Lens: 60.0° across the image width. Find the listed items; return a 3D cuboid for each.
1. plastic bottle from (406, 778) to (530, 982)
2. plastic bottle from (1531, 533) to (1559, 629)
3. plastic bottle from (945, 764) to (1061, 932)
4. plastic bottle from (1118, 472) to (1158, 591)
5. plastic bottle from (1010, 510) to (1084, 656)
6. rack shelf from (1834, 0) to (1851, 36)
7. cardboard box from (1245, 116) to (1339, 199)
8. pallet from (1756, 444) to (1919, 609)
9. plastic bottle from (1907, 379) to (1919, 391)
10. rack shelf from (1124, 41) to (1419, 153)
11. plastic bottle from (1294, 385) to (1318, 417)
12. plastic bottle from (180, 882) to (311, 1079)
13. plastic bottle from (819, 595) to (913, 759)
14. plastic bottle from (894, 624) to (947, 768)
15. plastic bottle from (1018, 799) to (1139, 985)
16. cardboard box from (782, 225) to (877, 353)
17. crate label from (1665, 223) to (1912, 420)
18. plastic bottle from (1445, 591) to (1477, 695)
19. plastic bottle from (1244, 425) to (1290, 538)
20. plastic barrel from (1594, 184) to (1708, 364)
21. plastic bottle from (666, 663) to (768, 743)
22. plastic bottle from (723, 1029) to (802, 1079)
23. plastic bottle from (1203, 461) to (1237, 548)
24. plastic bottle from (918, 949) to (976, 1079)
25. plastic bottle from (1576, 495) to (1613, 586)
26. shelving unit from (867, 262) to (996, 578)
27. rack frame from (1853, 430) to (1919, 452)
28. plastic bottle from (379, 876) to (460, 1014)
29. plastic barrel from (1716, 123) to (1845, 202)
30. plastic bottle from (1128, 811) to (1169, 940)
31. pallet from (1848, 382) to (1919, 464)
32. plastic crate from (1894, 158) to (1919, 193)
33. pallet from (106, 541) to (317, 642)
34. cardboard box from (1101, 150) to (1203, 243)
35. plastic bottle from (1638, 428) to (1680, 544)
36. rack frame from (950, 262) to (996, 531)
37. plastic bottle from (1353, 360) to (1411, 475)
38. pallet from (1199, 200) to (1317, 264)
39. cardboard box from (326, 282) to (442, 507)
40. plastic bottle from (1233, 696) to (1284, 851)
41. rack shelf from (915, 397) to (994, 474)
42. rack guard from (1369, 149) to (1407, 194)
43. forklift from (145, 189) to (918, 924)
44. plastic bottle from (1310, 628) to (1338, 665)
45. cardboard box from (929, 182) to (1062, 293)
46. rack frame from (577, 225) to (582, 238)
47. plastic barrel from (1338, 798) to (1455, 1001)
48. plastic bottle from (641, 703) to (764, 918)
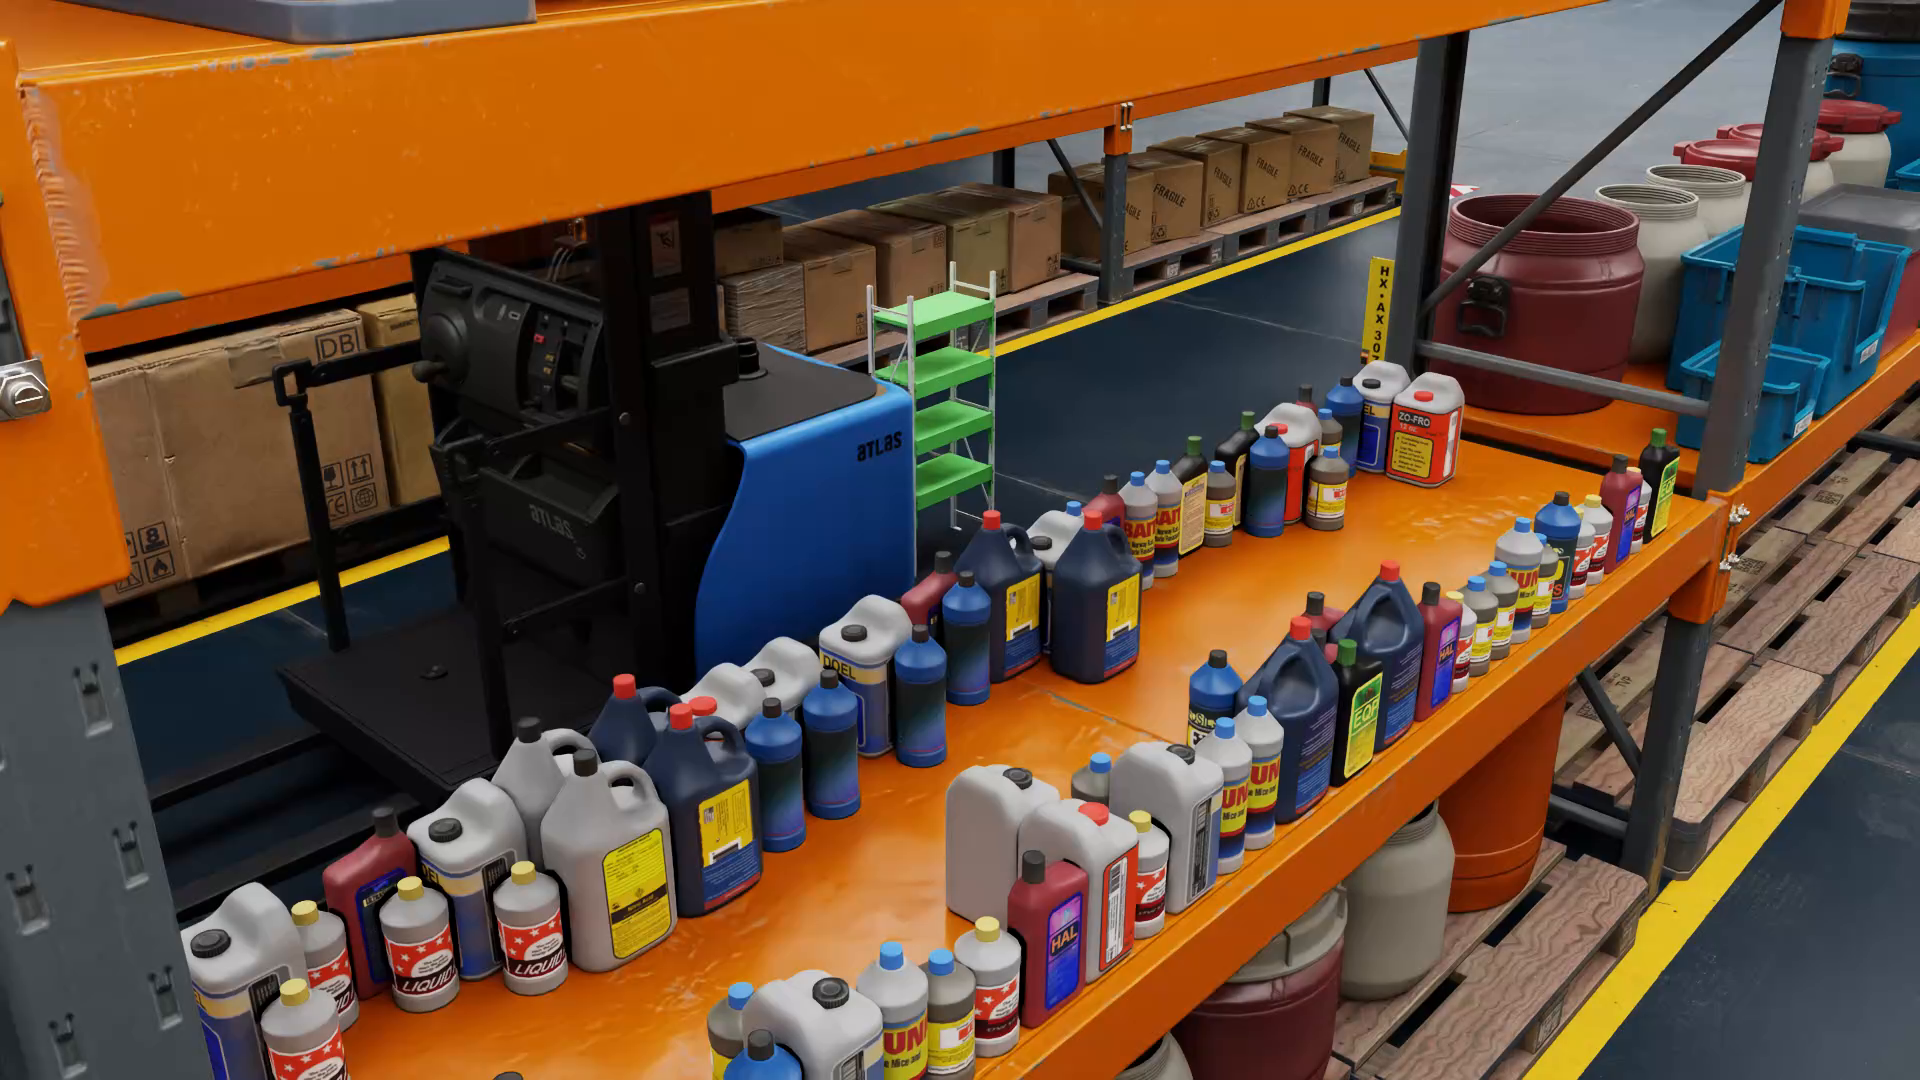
[{"bbox_3d":[-0.759,0.519,2.577,0.152,0.276,0.135,20,31,38],"label":"plastic bottle"},{"bbox_3d":[1.252,0.084,3.640,0.097,0.201,0.097,0,24,0],"label":"plastic bottle"},{"bbox_3d":[0.072,0.478,2.668,0.152,0.276,0.135,20,31,38],"label":"plastic bottle"},{"bbox_3d":[0.400,-0.025,3.796,0.097,0.271,0.097,0,24,0],"label":"plastic bottle"},{"bbox_3d":[0.189,0.086,3.542,0.152,0.276,0.135,20,31,38],"label":"plastic bottle"},{"bbox_3d":[2.979,-2.086,5.449,1.077,0.370,4.000,20,31,38],"label":"rack shelf"},{"bbox_3d":[2.492,-2.900,12.593,0.500,0.500,0.500,-15,28,-30],"label":"cardboard box"},{"bbox_3d":[3.818,-0.133,7.288,1.003,0.211,1.213,20,31,38],"label":"pallet"},{"bbox_3d":[4.784,-0.913,8.412,0.152,0.276,0.135,20,31,38],"label":"plastic bottle"},{"bbox_3d":[1.960,-3.288,11.797,1.077,0.370,4.000,20,31,38],"label":"rack shelf"},{"bbox_3d":[0.861,-0.252,4.288,0.061,0.283,0.133,20,31,38],"label":"plastic bottle"},{"bbox_3d":[-1.003,0.631,2.329,0.152,0.276,0.135,20,31,38],"label":"plastic bottle"},{"bbox_3d":[-0.178,0.254,3.169,0.152,0.276,0.135,20,31,38],"label":"plastic bottle"},{"bbox_3d":[-0.073,0.285,3.106,0.097,0.271,0.097,0,24,0],"label":"plastic bottle"},{"bbox_3d":[0.185,0.520,2.576,0.152,0.276,0.135,20,31,38],"label":"plastic bottle"},{"bbox_3d":[-0.878,-1.406,9.236,0.500,0.500,0.700,-21,32,-39],"label":"cardboard box"},{"bbox_3d":[2.509,-0.681,5.060,0.502,0.435,0.616,20,31,38],"label":"crate label"},{"bbox_3d":[0.992,0.202,3.375,0.097,0.201,0.097,0,24,0],"label":"plastic bottle"},{"bbox_3d":[0.753,-0.149,4.072,0.097,0.271,0.097,0,24,0],"label":"plastic bottle"},{"bbox_3d":[2.172,-0.859,5.363,0.421,0.512,0.421,0,24,0],"label":"plastic barrel"},{"bbox_3d":[-0.423,0.366,2.920,0.152,0.276,0.135,20,31,38],"label":"plastic bottle"},{"bbox_3d":[-0.246,0.736,2.101,0.097,0.271,0.097,0,24,0],"label":"plastic bottle"},{"bbox_3d":[0.619,-0.093,4.033,0.097,0.201,0.097,0,24,0],"label":"plastic bottle"},{"bbox_3d":[-0.026,0.667,2.339,0.097,0.201,0.097,0,24,0],"label":"plastic bottle"},{"bbox_3d":[1.447,-0.005,3.838,0.097,0.201,0.097,0,24,0],"label":"plastic bottle"},{"bbox_3d":[-0.110,-0.497,6.892,0.258,1.200,0.503,20,31,38],"label":"shelving unit"},{"bbox_3d":[4.314,-1.655,7.275,1.000,3.000,0.127,20,31,38],"label":"rack frame"},{"bbox_3d":[-0.812,0.598,2.493,0.097,0.201,0.097,0,24,0],"label":"plastic bottle"},{"bbox_3d":[3.022,-1.262,6.232,0.433,0.535,0.433,0,24,0],"label":"plastic barrel"},{"bbox_3d":[0.283,0.526,2.653,0.097,0.201,0.097,0,24,0],"label":"plastic bottle"},{"bbox_3d":[4.793,-0.576,8.276,1.003,0.211,1.213,20,31,38],"label":"pallet"},{"bbox_3d":[3.809,-1.227,6.339,0.392,0.384,0.575,20,31,38],"label":"plastic crate"},{"bbox_3d":[-3.441,0.073,6.828,1.003,0.211,1.213,20,31,38],"label":"pallet"},{"bbox_3d":[1.299,-2.346,11.358,0.500,0.500,0.500,-13,27,-27],"label":"cardboard box"},{"bbox_3d":[1.692,-0.143,4.046,0.061,0.283,0.133,20,31,38],"label":"plastic bottle"},{"bbox_3d":[0.052,-0.571,7.058,0.240,1.200,0.015,20,31,38],"label":"rack frame"},{"bbox_3d":[1.115,-0.336,4.485,0.152,0.276,0.135,20,31,38],"label":"plastic bottle"},{"bbox_3d":[1.861,-2.323,12.172,1.003,0.211,1.213,20,31,38],"label":"pallet"},{"bbox_3d":[-2.521,-0.806,7.465,1.225,0.875,0.875,18,30,35],"label":"cardboard box"},{"bbox_3d":[0.503,0.394,2.862,0.097,0.271,0.097,0,24,0],"label":"plastic bottle"},{"bbox_3d":[-0.110,-0.439,6.918,0.258,0.148,0.480,20,31,38],"label":"rack shelf"},{"bbox_3d":[3.244,-3.062,13.469,1.175,0.500,0.348,20,31,38],"label":"rack guard"},{"bbox_3d":[-1.531,-0.585,4.971,1.130,2.935,3.031,21,32,39],"label":"forklift"},{"bbox_3d":[0.671,0.285,3.090,0.061,0.283,0.133,20,31,38],"label":"plastic bottle"},{"bbox_3d":[0.199,-1.886,10.308,0.700,0.500,0.500,17,29,34],"label":"cardboard box"},{"bbox_3d":[-2.044,-1.789,7.573,1.000,3.000,0.127,20,31,38],"label":"rack frame"},{"bbox_3d":[1.020,0.857,4.199,0.421,0.512,0.421,0,24,0],"label":"plastic barrel"},{"bbox_3d":[-0.425,0.419,2.710,0.144,0.351,0.185,20,31,38],"label":"plastic bottle"}]
